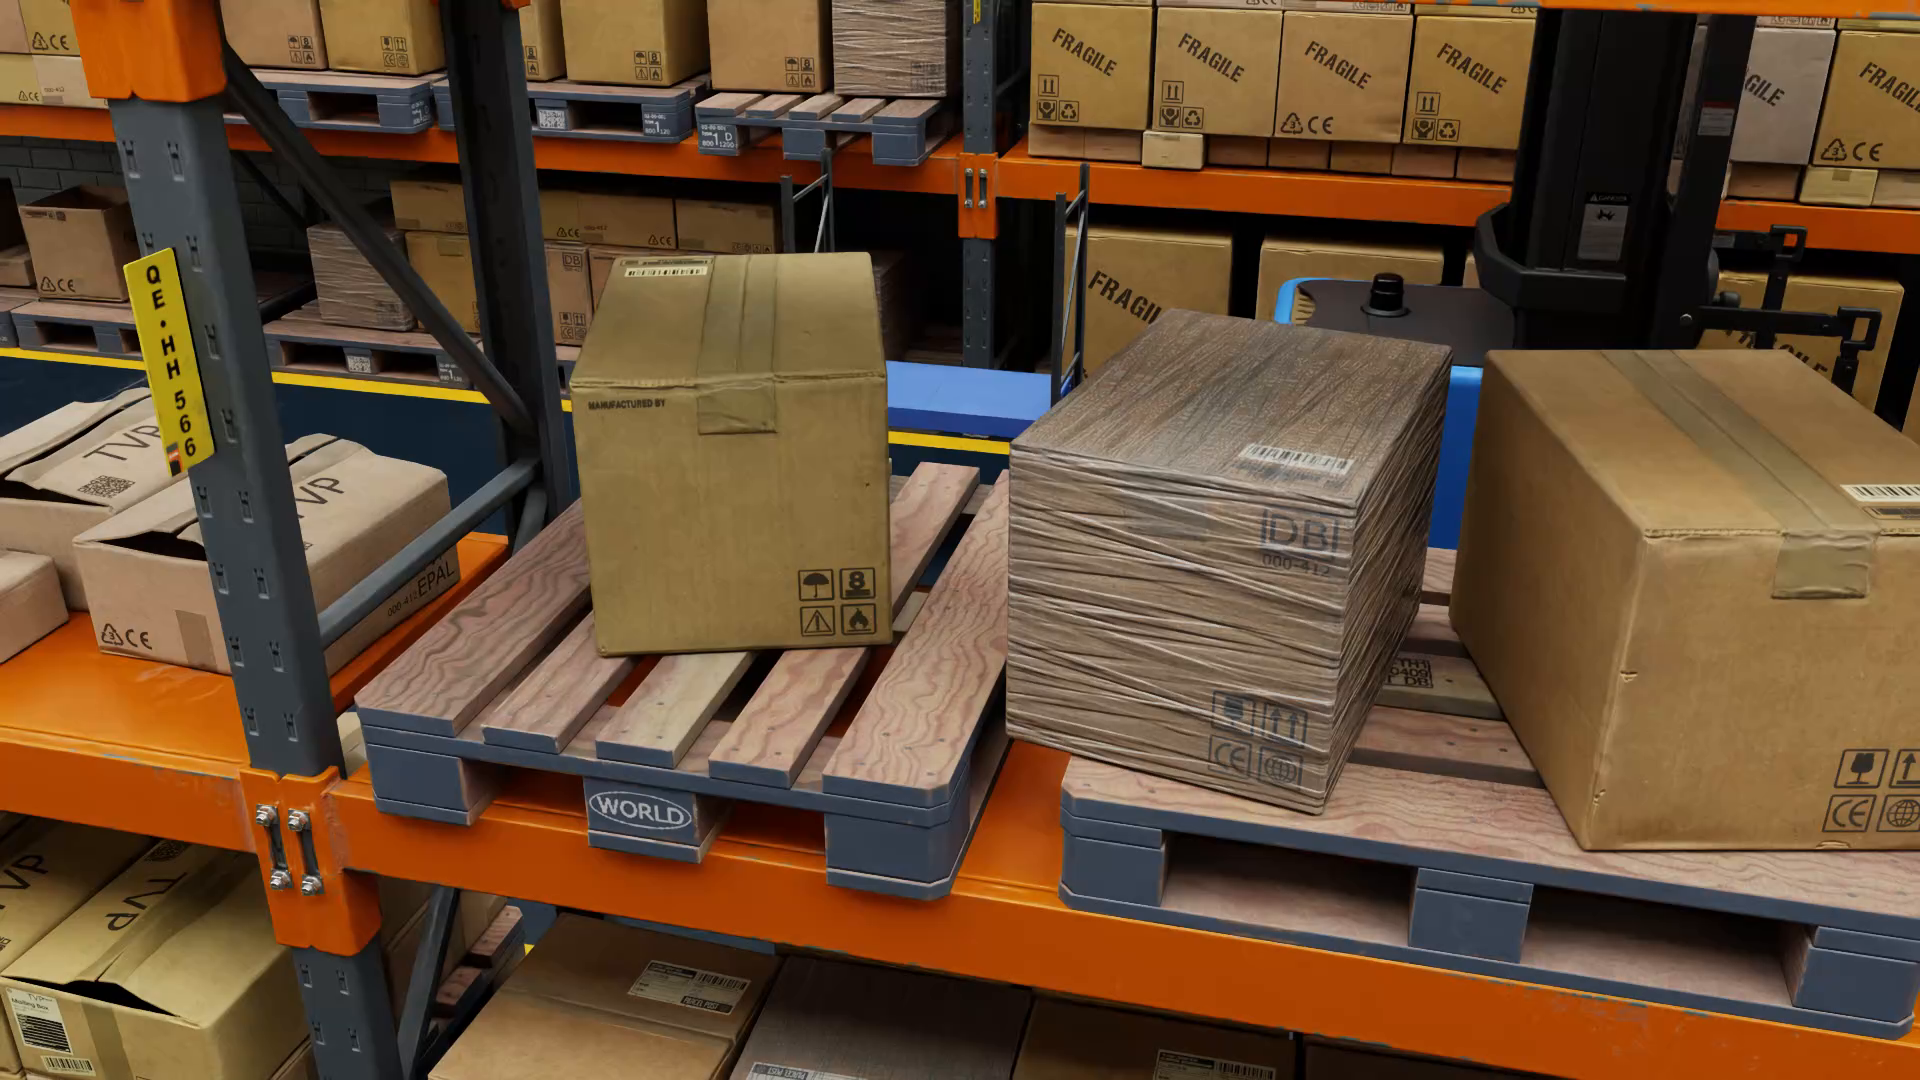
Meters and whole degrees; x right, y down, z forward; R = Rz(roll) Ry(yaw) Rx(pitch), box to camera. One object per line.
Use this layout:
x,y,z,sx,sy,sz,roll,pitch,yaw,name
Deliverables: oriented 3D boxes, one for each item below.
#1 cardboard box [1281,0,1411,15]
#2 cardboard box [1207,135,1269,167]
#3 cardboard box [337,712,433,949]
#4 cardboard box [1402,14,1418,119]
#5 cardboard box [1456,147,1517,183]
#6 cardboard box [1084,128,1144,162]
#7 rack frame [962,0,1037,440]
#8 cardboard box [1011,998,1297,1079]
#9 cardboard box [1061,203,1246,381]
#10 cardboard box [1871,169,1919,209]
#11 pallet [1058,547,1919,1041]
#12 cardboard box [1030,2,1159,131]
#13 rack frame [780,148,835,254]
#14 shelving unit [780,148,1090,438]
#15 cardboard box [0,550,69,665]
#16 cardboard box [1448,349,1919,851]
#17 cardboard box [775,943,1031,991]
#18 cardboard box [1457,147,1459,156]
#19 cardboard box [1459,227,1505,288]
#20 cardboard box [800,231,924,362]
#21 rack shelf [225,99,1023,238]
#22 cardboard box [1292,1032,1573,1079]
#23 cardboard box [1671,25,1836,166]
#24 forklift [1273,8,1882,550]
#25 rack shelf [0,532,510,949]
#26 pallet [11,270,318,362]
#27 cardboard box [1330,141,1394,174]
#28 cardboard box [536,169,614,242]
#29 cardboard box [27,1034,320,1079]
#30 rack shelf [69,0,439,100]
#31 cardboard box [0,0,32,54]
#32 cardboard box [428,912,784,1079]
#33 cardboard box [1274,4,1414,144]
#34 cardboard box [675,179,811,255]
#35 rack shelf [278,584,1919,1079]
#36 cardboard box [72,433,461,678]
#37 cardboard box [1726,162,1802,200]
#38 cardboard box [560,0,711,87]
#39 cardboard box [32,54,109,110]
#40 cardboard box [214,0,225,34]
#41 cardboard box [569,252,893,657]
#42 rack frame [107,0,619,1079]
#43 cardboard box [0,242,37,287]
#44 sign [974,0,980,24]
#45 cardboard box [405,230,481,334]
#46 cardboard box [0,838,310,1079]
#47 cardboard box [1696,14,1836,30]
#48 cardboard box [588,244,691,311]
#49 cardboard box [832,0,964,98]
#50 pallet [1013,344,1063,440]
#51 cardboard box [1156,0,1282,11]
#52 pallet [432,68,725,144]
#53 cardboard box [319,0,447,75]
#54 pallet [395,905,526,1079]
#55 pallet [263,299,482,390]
1.579,-2.294,6.721,0.500,0.250,0.500,6,26,13,cardboard box
1.211,-1.726,7.155,0.250,0.149,0.380,6,26,12,cardboard box
-1.467,0.651,3.951,0.500,0.311,0.500,7,26,15,cardboard box
2.199,-2.114,7.215,0.500,0.500,0.500,7,26,15,cardboard box
2.200,-1.605,6.901,0.250,0.149,0.380,7,26,15,cardboard box
0.700,-1.765,7.238,0.250,0.149,0.380,7,26,14,cardboard box
0.197,-2.032,7.529,0.127,3.000,1.000,6,26,13,rack frame
0.330,1.238,3.057,0.500,0.500,0.500,6,26,12,cardboard box
0.877,-1.118,7.621,0.750,0.750,0.750,6,26,12,cardboard box
3.673,-1.418,6.508,0.250,0.149,0.380,7,26,13,cardboard box
0.852,0.323,2.804,1.213,0.211,1.003,6,26,13,pallet
0.604,-2.062,7.106,0.500,0.500,0.500,7,26,15,cardboard box
-0.575,-0.741,6.561,0.032,1.500,0.500,6,26,13,rack frame
-0.083,-0.686,6.447,1.048,1.500,0.538,6,26,13,shelving unit
-1.973,0.163,3.211,0.250,0.149,0.380,6,26,13,cardboard box
1.115,0.061,2.528,0.500,0.500,0.700,0,25,0,cardboard box
-0.068,0.963,3.634,0.500,0.500,0.500,7,26,15,cardboard box
2.306,-1.786,7.281,0.250,0.149,0.380,6,26,12,cardboard box
2.548,-0.932,7.231,0.750,0.750,0.750,7,26,15,cardboard box
-0.513,-1.158,8.088,0.500,0.500,0.700,7,26,14,cardboard box
-1.740,-1.921,8.133,4.000,0.370,1.077,6,26,13,rack shelf
0.942,1.072,3.405,0.500,0.500,0.500,5,26,11,cardboard box
3.065,-1.787,6.529,0.500,0.500,0.500,7,26,13,cardboard box
2.593,-1.032,5.508,3.031,2.935,1.130,6,26,11,forklift
-2.970,0.141,3.801,4.000,0.370,1.077,6,26,13,rack shelf
-4.336,-1.259,9.148,1.213,0.211,1.003,6,26,13,pallet
1.712,-1.670,7.037,0.250,0.149,0.380,7,26,14,cardboard box
-2.027,-1.697,8.349,0.500,0.250,0.500,6,26,11,cardboard box
-1.603,1.128,3.602,0.500,0.250,0.500,7,26,14,cardboard box
-2.970,-1.213,3.156,4.000,0.370,1.077,6,26,13,rack shelf
-4.696,-2.713,8.238,0.500,0.500,0.500,6,26,13,cardboard box
-0.663,1.128,3.287,0.500,0.500,0.500,7,26,15,cardboard box
1.589,-1.949,6.868,0.500,0.500,0.500,6,26,13,cardboard box
-1.049,-1.583,8.110,0.500,0.250,0.500,7,26,14,cardboard box
0.904,0.569,2.901,4.000,0.370,1.077,6,26,13,rack shelf
-1.374,0.014,3.335,0.500,0.311,0.500,8,27,16,cardboard box
3.184,-1.482,6.641,0.250,0.149,0.380,7,26,15,cardboard box
-1.472,-2.446,7.770,0.500,0.500,0.700,6,26,13,cardboard box
-4.211,-2.326,8.298,0.500,0.250,0.500,6,26,13,cardboard box
-4.080,-2.878,8.583,0.500,0.500,0.500,6,26,12,cardboard box
-0.395,-0.184,3.041,0.500,0.500,0.700,-2,26,-5,cardboard box
-1.033,0.031,3.196,0.127,3.000,1.000,6,26,13,rack frame
-5.221,-1.551,9.324,0.250,0.149,0.380,4,26,9,cardboard box
0.071,-2.292,6.820,0.005,0.325,0.100,6,26,13,sign
-2.447,-1.424,8.648,0.500,0.500,0.700,6,26,12,cardboard box
-1.601,0.876,3.479,0.500,0.311,0.500,7,26,14,cardboard box
3.063,-2.133,6.383,0.500,0.250,0.500,7,26,14,cardboard box
-1.471,-1.302,8.392,0.500,0.500,0.700,6,26,13,cardboard box
-0.260,-2.322,7.510,0.500,0.500,0.700,3,26,7,cardboard box
0.942,-0.657,7.885,1.213,0.211,1.003,6,26,13,pallet
1.094,-2.346,6.830,0.500,0.250,0.500,6,26,12,cardboard box
-1.730,-2.140,7.979,1.213,0.211,1.003,6,26,13,pallet
-2.653,-2.573,8.036,0.500,0.500,0.700,9,27,18,cardboard box
-1.820,1.185,4.015,1.213,0.211,1.003,6,26,13,pallet
-2.922,-1.119,8.854,1.213,0.211,1.003,6,26,13,pallet
